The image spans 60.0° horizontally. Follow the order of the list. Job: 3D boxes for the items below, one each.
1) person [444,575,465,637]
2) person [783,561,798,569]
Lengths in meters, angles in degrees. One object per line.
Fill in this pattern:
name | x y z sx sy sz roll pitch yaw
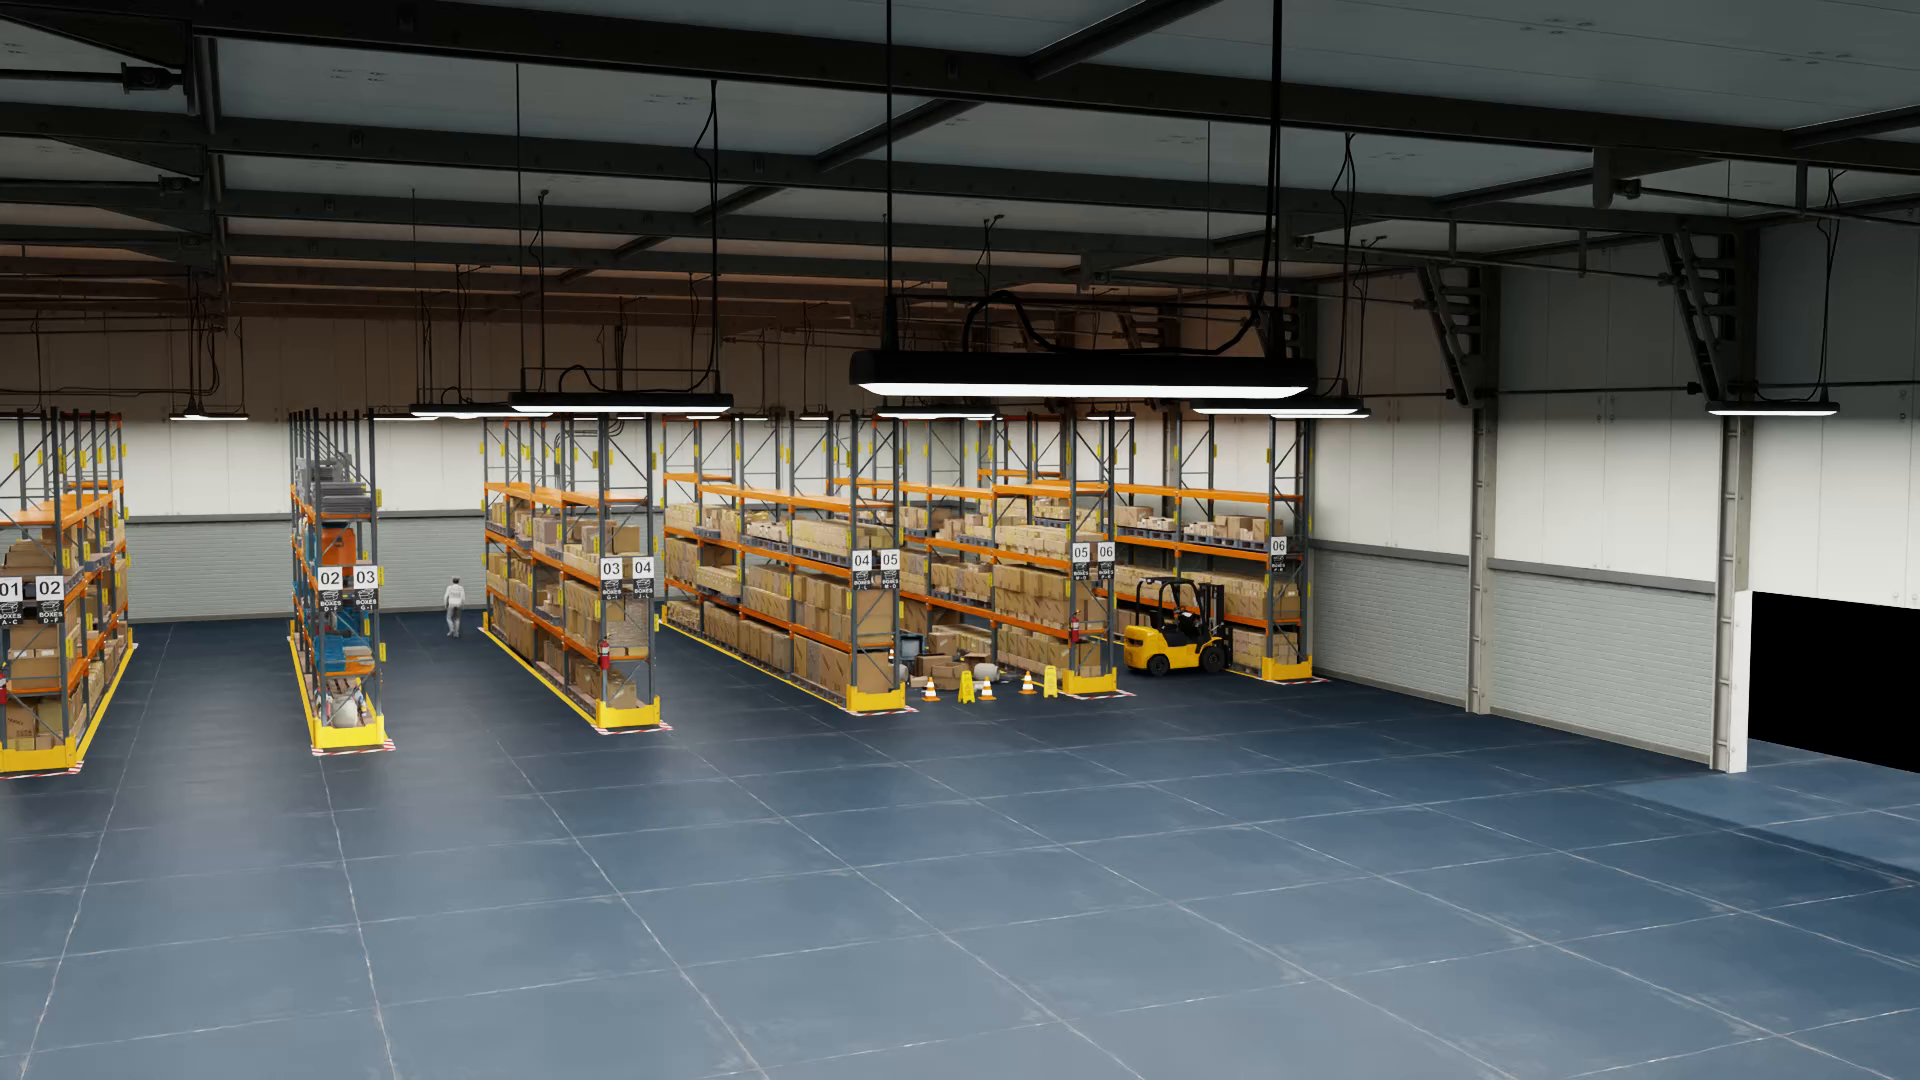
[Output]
person | -13.499 1.798 44.472 0.542 1.635 0.630 -2 4 -22
person | -5.384 1.185 52.538 0.582 1.750 0.477 4 5 41
